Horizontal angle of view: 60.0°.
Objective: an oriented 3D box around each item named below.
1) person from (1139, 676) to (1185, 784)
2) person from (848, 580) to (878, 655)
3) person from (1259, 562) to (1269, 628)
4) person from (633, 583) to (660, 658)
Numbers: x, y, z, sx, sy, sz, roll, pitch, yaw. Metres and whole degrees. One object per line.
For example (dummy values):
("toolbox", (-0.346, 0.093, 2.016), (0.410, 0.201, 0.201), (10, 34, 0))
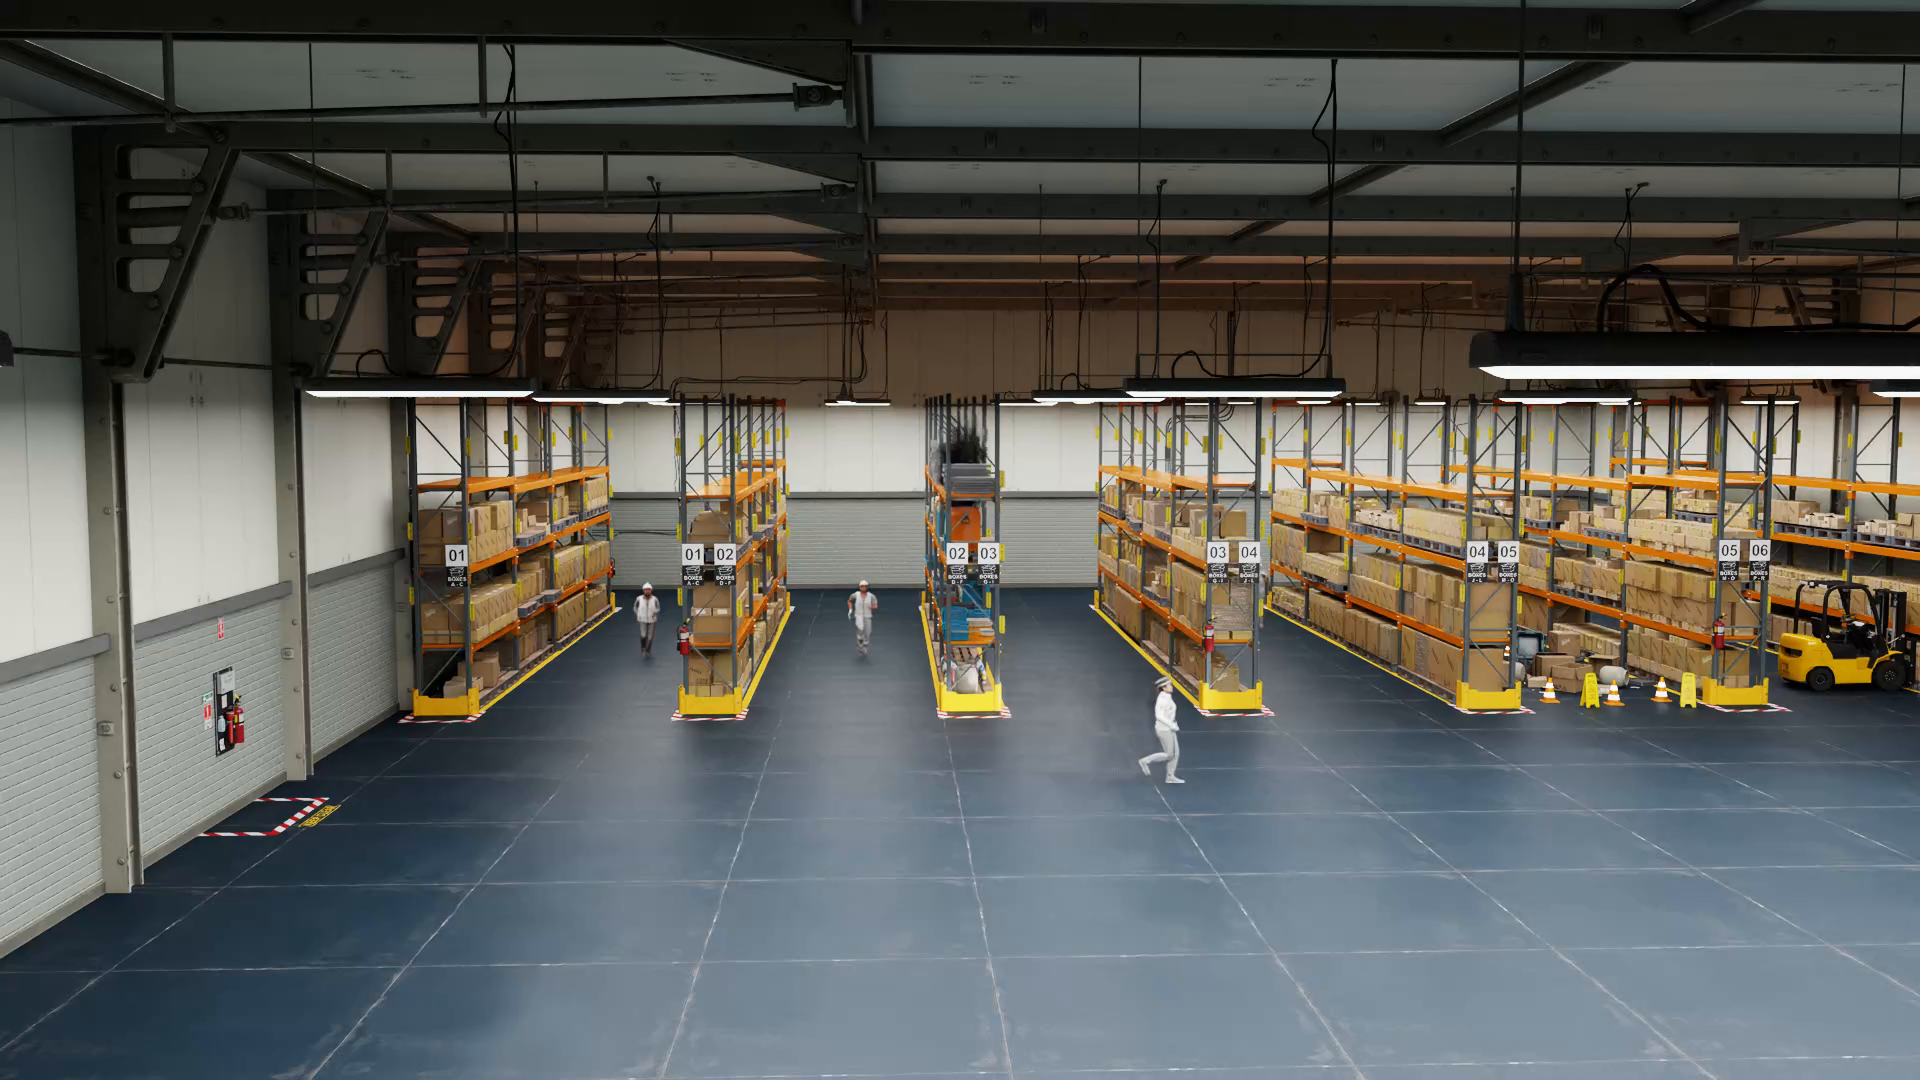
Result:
("person", (3.086, 2.887, 25.374), (0.700, 1.657, 0.605), (1, 5, 12))
("person", (-2.202, 1.785, 37.846), (0.650, 1.758, 0.878), (-1, 5, -13))
("person", (7.849, 1.421, 43.790), (0.586, 1.735, 0.920), (0, 5, 2))
("person", (-7.143, 1.846, 37.994), (0.584, 1.723, 0.724), (-1, 5, -17))
